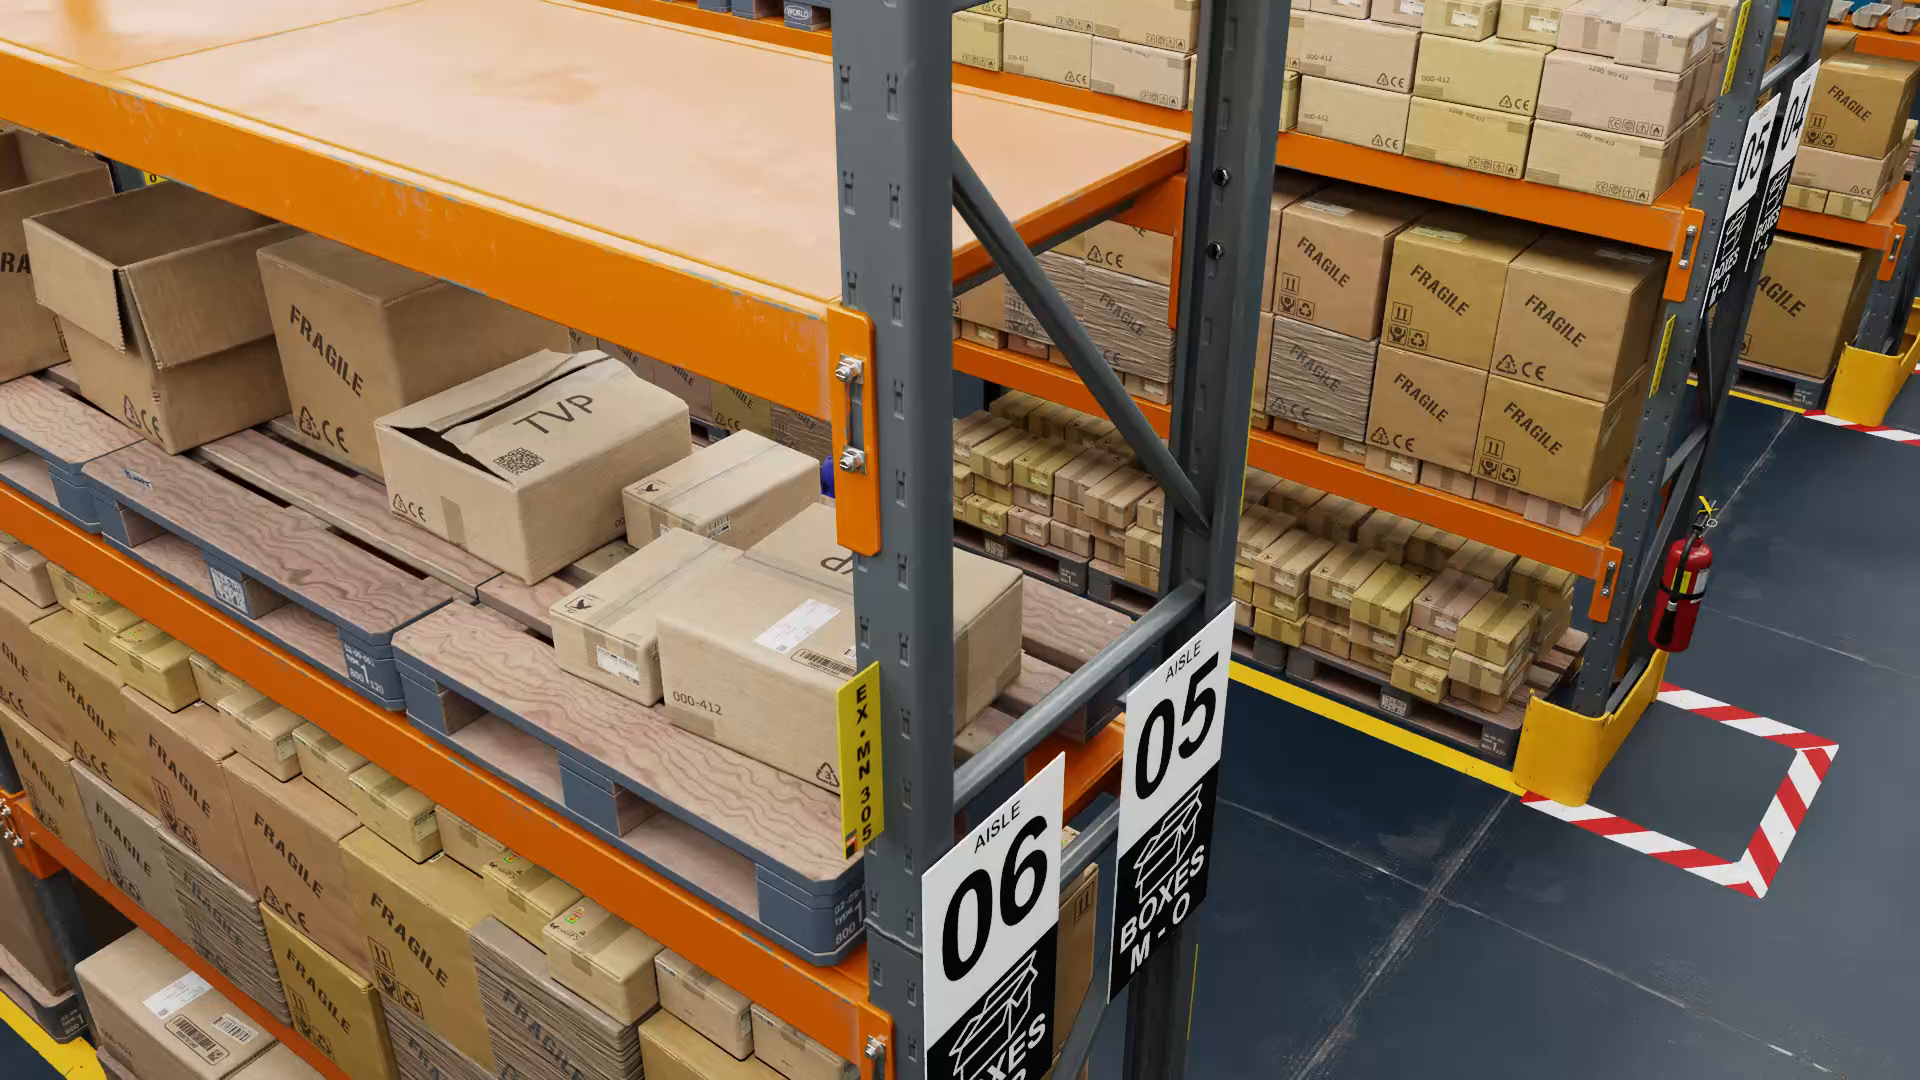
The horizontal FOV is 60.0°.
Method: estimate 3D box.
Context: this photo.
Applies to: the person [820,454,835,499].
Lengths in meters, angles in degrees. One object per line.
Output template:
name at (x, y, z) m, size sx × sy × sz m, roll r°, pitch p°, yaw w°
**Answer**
person at (-0.478, 0.123, 7.883) m, size 0.530 × 1.654 × 0.352 m, roll 19°, pitch 36°, yaw 28°
